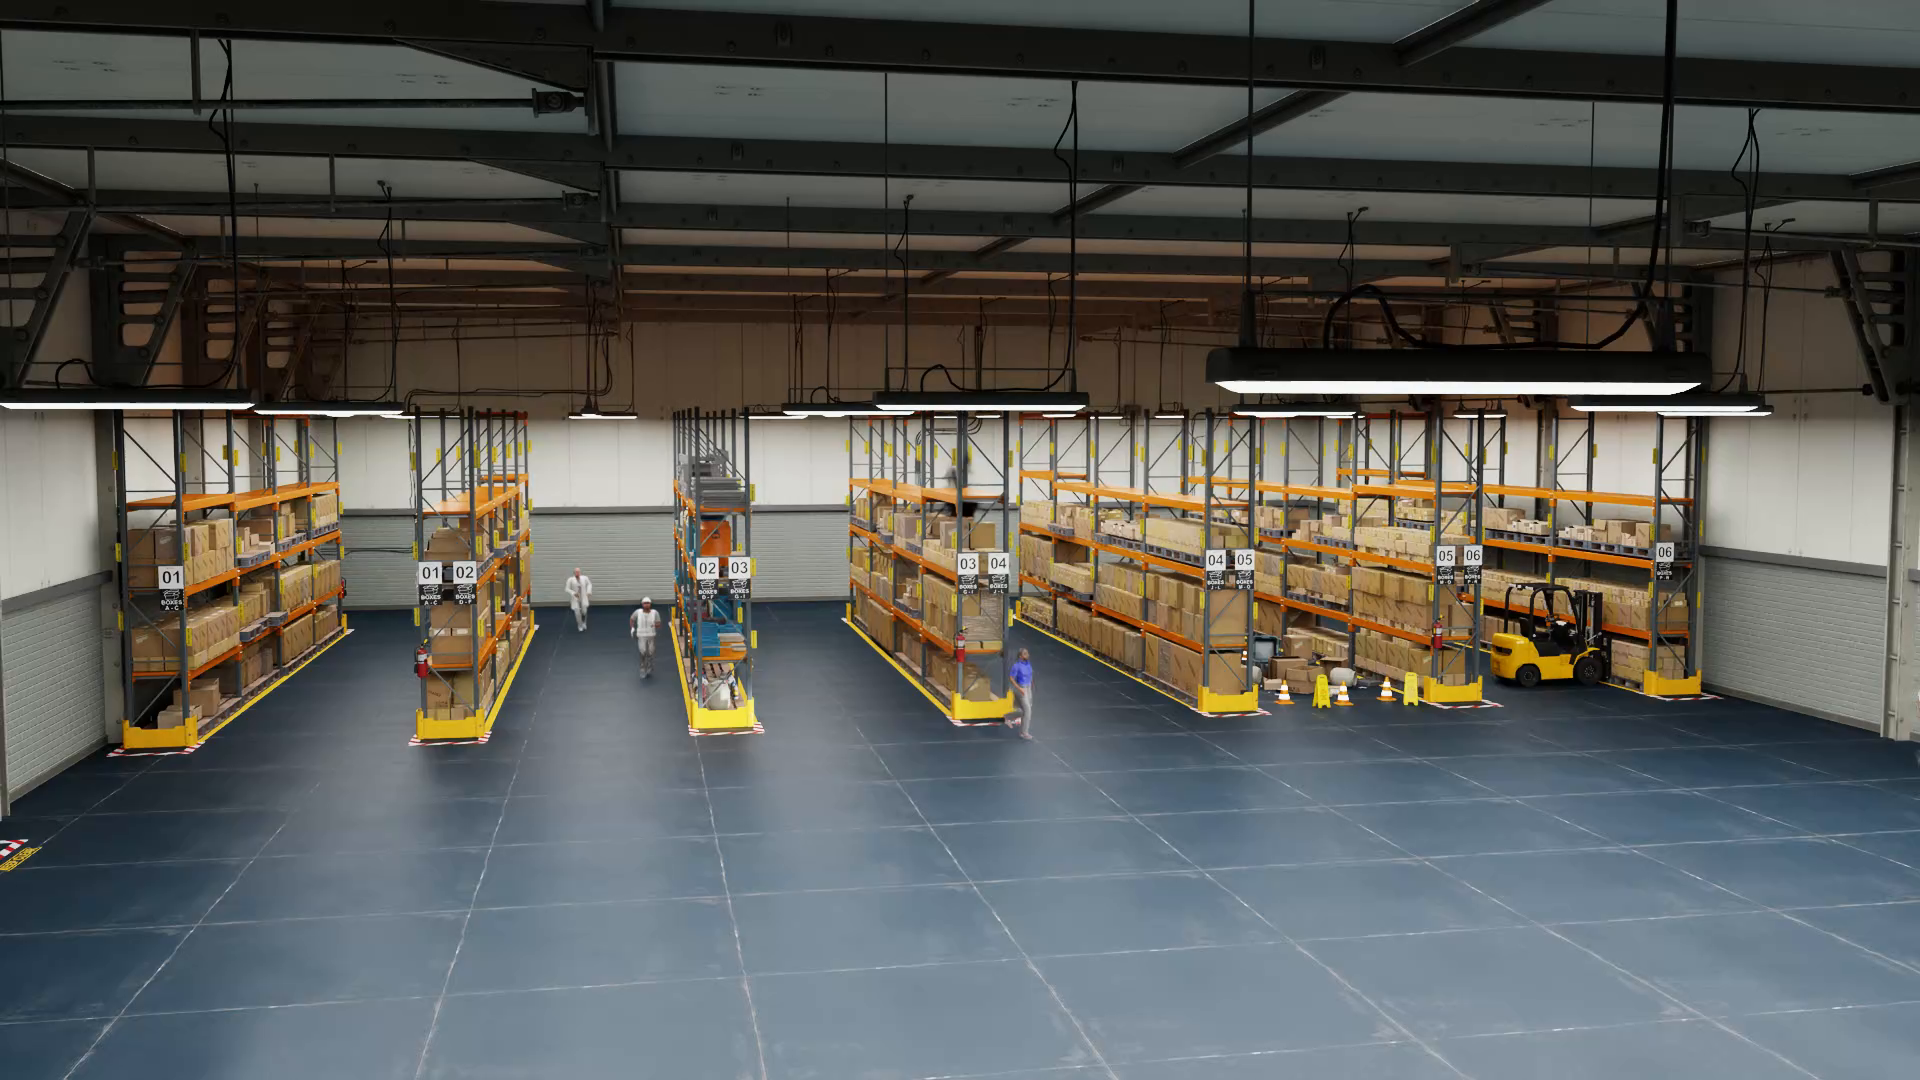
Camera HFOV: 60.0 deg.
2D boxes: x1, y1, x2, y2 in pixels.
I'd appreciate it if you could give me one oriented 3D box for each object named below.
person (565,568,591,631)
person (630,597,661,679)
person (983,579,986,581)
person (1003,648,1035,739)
[{"bbox_3d":[-10.393,1.620,45.366,0.716,1.722,0.589,-1,4,-19],"label":"person"},{"bbox_3d":[-7.016,2.191,37.199,0.656,1.824,0.744,-1,4,-19],"label":"person"},{"bbox_3d":[0.440,1.516,48.612,0.695,1.500,0.565,1,4,9],"label":"person"},{"bbox_3d":[1.062,2.770,30.244,0.654,1.656,0.566,3,5,36],"label":"person"}]
